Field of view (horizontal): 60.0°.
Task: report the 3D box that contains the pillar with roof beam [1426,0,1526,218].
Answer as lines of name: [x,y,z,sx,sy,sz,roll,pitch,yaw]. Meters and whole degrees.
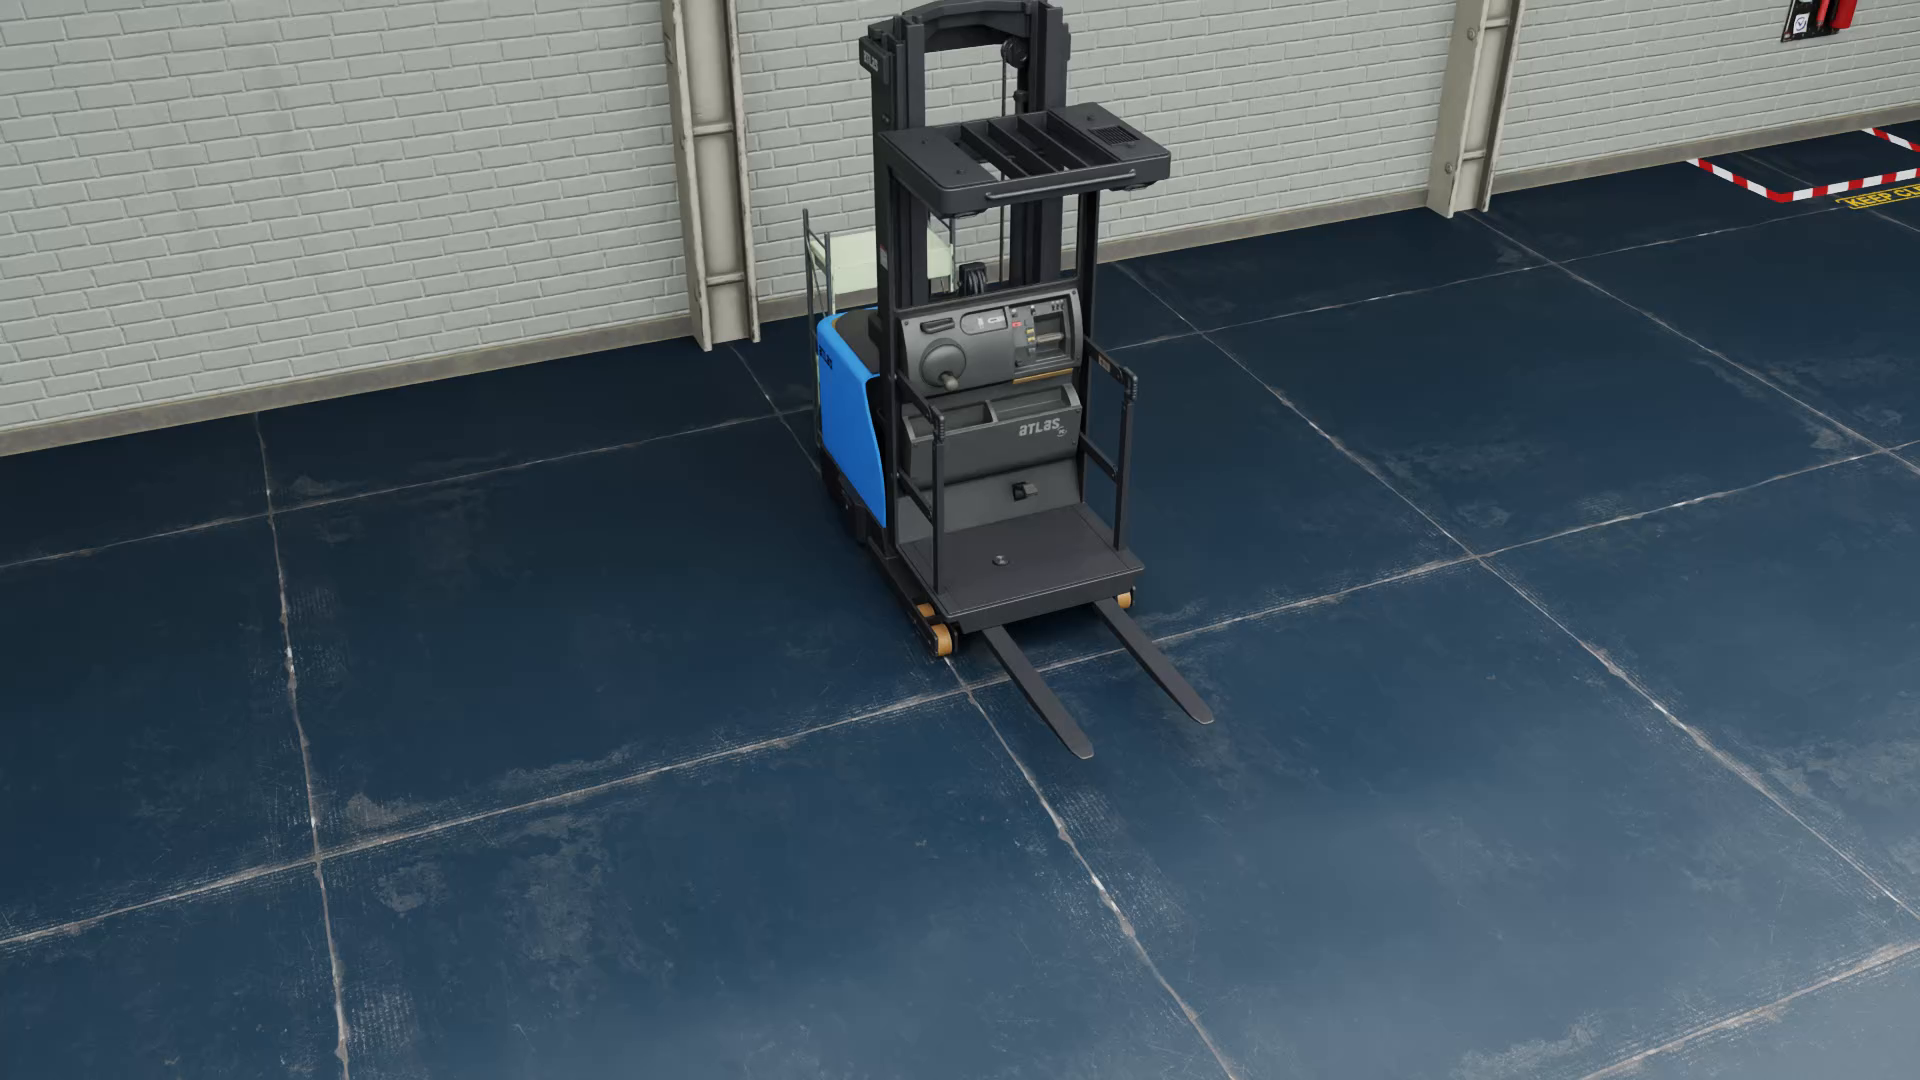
pillar with roof beam: [5.613,-4.252,7.451,0.400,9.000,9.100,-13,35,-19]

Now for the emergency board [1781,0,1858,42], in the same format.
emergency board: [7.185,-4.666,13.589,0.643,1.169,0.194,-13,35,-19]

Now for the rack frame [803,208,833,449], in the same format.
rack frame: [-0.789,-1.118,9.510,0.023,1.500,0.400,-13,35,-19]

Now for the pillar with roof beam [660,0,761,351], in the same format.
pillar with roof beam: [0.081,-2.985,5.504,0.400,9.000,9.100,-13,35,-19]

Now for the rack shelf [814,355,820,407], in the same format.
rack shelf: [-0.452,-0.923,9.809,0.720,0.370,0.431,-13,35,-19]

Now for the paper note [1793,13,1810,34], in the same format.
paper note: [6.996,-4.294,13.825,0.142,0.148,0.016,-13,35,-19]

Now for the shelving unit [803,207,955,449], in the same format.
shelving unit: [-0.452,-1.196,9.631,0.755,1.500,0.431,-13,35,-19]

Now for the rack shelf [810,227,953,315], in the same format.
rack shelf: [-0.452,-1.523,9.418,0.720,0.370,0.431,-13,35,-19]

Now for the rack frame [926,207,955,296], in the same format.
rack frame: [-0.115,-1.274,9.751,0.023,1.500,0.400,-13,35,-19]

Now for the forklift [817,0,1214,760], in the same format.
forklift: [0.247,-0.912,7.882,1.130,2.935,3.031,-13,35,-19]
